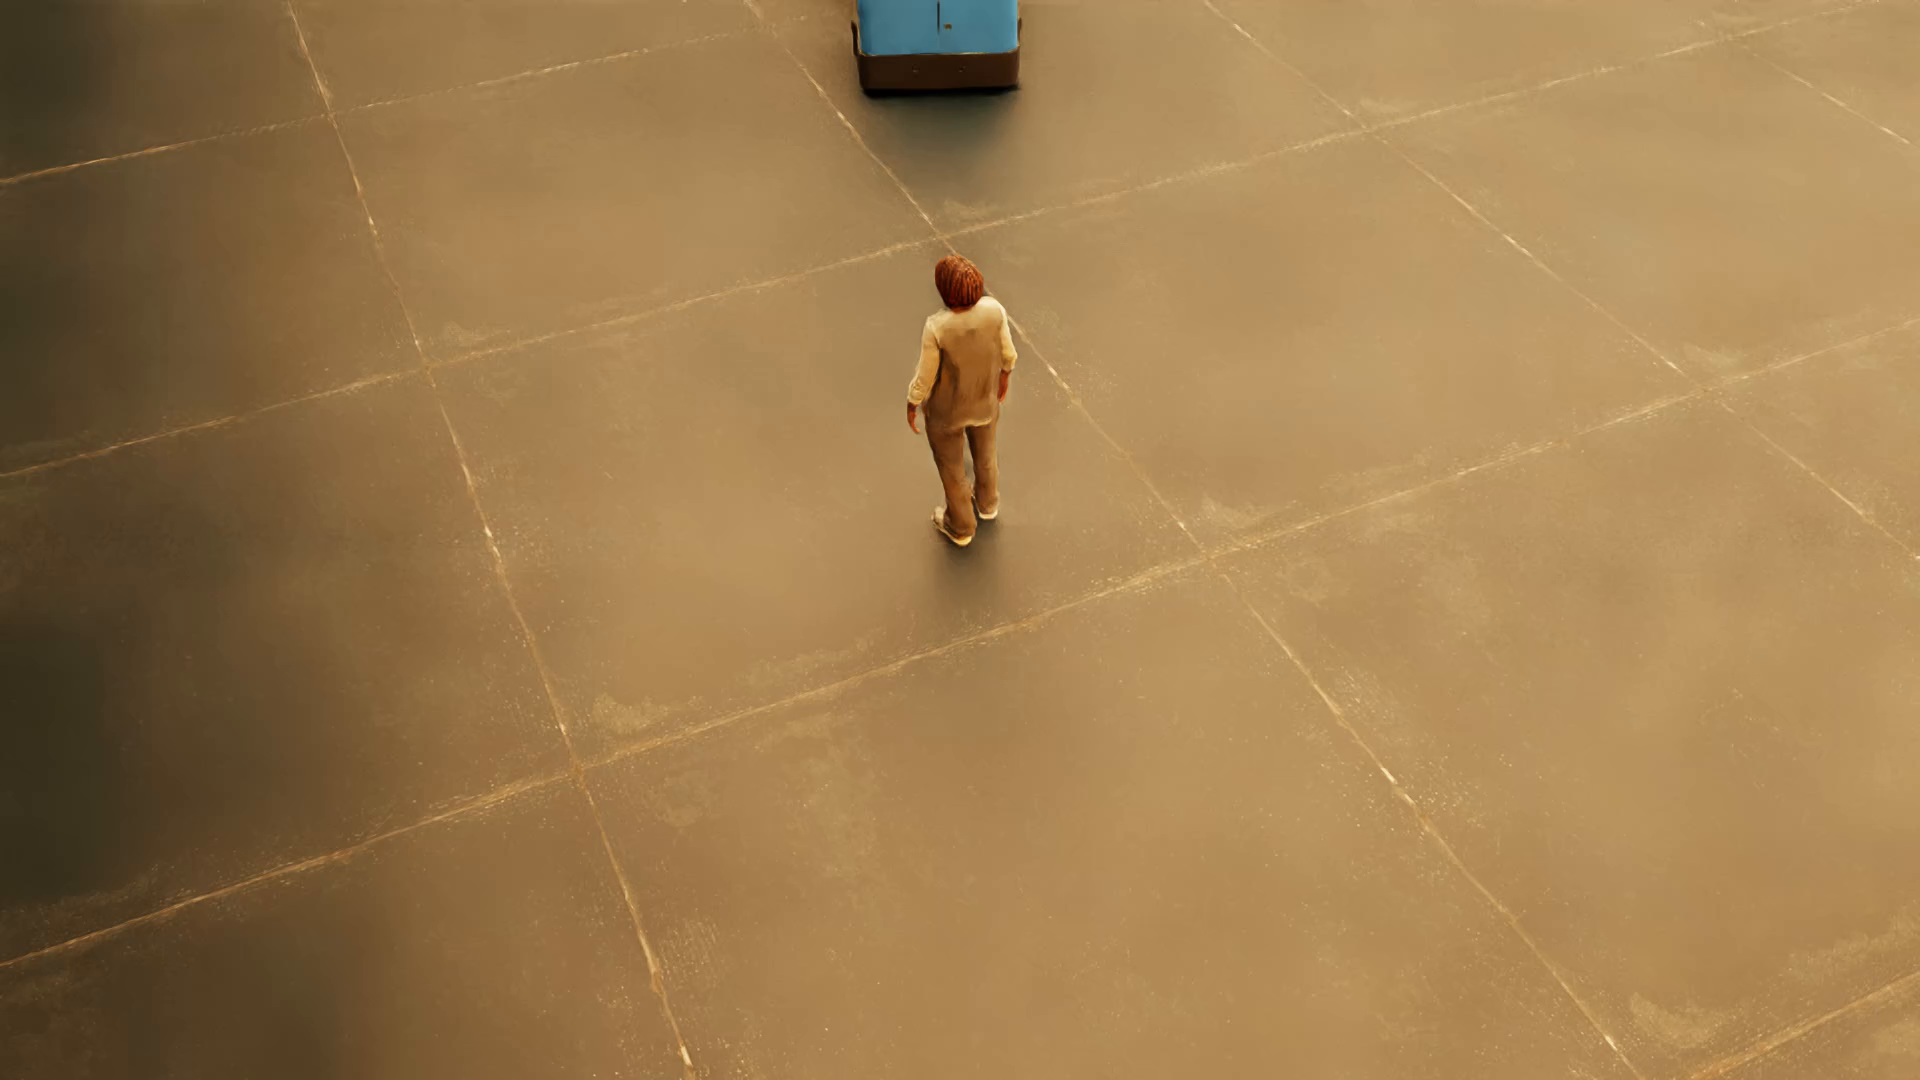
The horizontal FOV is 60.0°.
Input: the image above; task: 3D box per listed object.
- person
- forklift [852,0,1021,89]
[{"bbox_3d":[-0.018,-0.639,7.332,0.521,1.597,0.474,-18,46,-18],"label":"person"},{"bbox_3d":[-0.202,-5.013,11.052,1.130,2.935,3.031,-2,43,-2],"label":"forklift"}]
